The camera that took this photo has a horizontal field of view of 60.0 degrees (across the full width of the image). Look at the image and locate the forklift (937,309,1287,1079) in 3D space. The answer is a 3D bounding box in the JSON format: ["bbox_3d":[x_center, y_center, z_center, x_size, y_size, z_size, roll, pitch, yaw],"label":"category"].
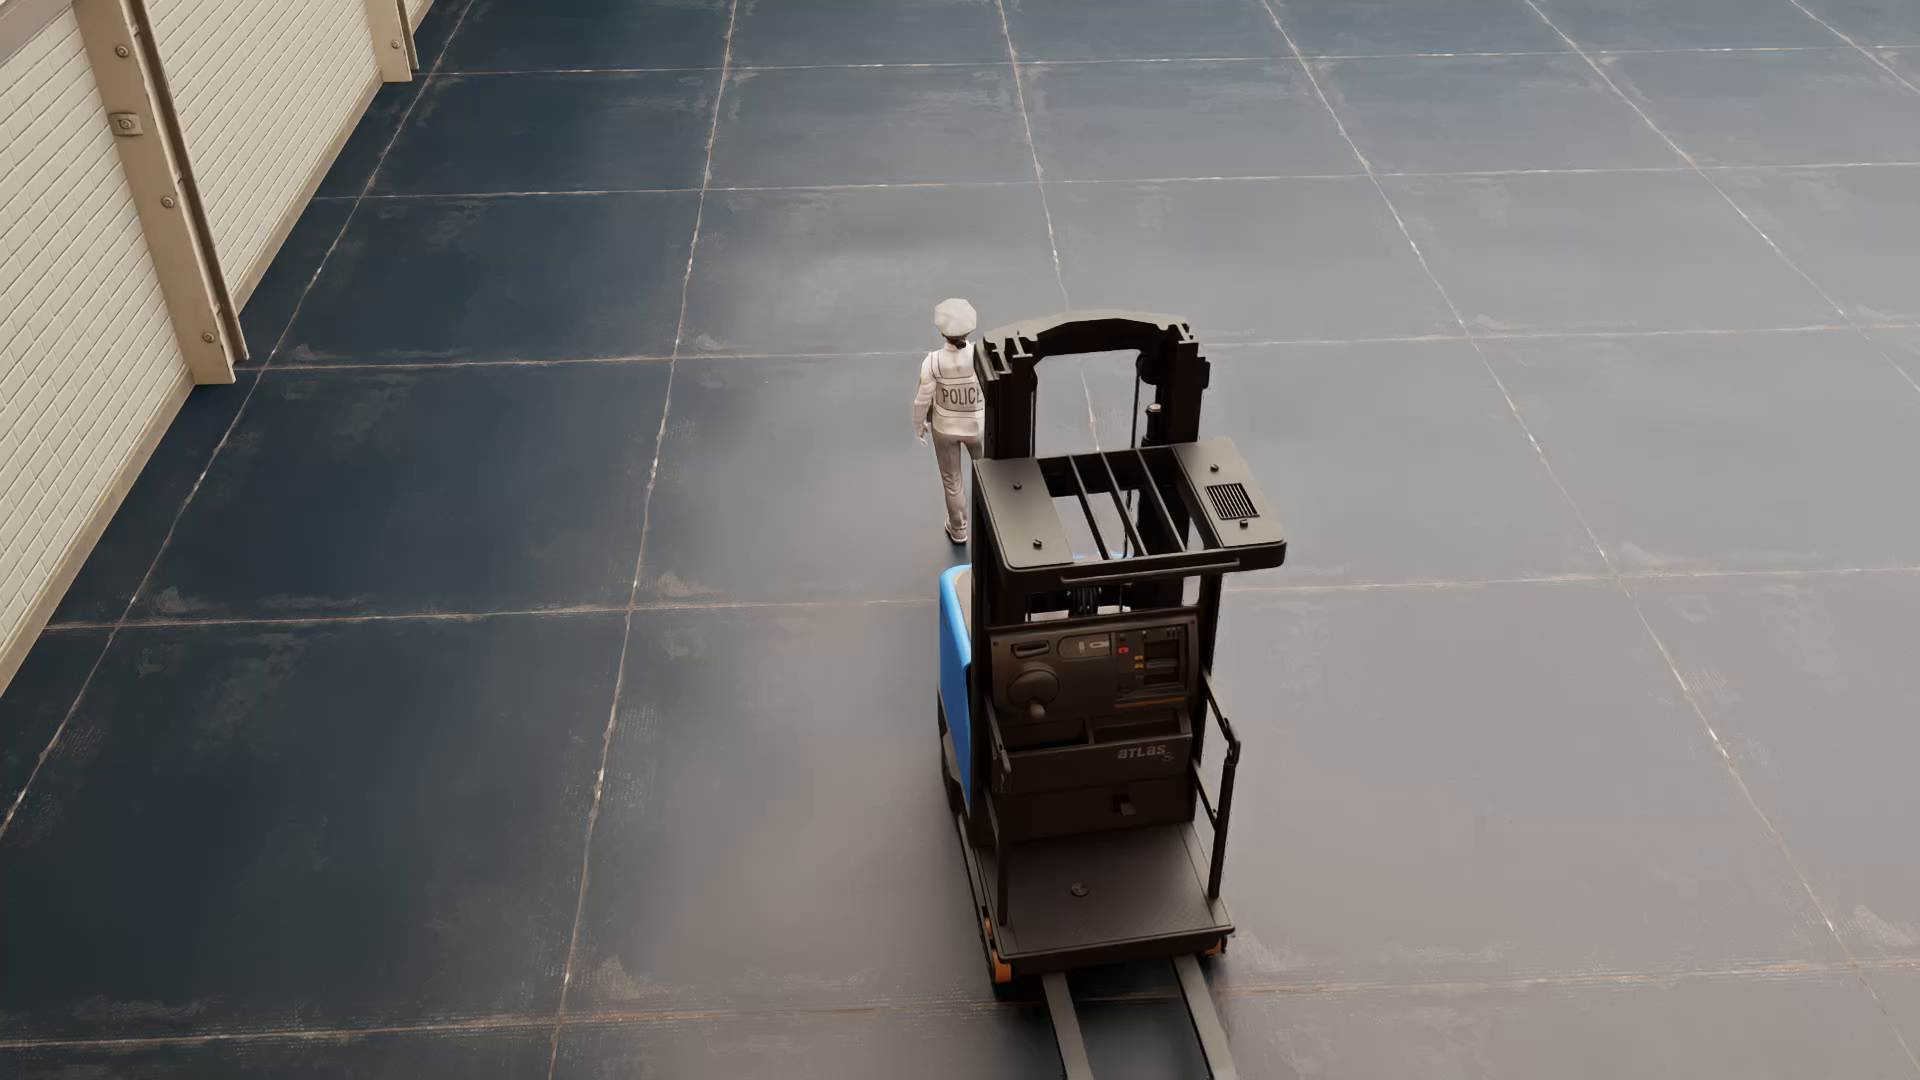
[{"bbox_3d":[0.632,0.629,7.147,1.130,2.935,3.031,-6,36,-8],"label":"forklift"}]

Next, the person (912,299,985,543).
[{"bbox_3d":[0.003,-0.732,10.053,0.586,1.694,0.530,-2,36,-2],"label":"person"}]
